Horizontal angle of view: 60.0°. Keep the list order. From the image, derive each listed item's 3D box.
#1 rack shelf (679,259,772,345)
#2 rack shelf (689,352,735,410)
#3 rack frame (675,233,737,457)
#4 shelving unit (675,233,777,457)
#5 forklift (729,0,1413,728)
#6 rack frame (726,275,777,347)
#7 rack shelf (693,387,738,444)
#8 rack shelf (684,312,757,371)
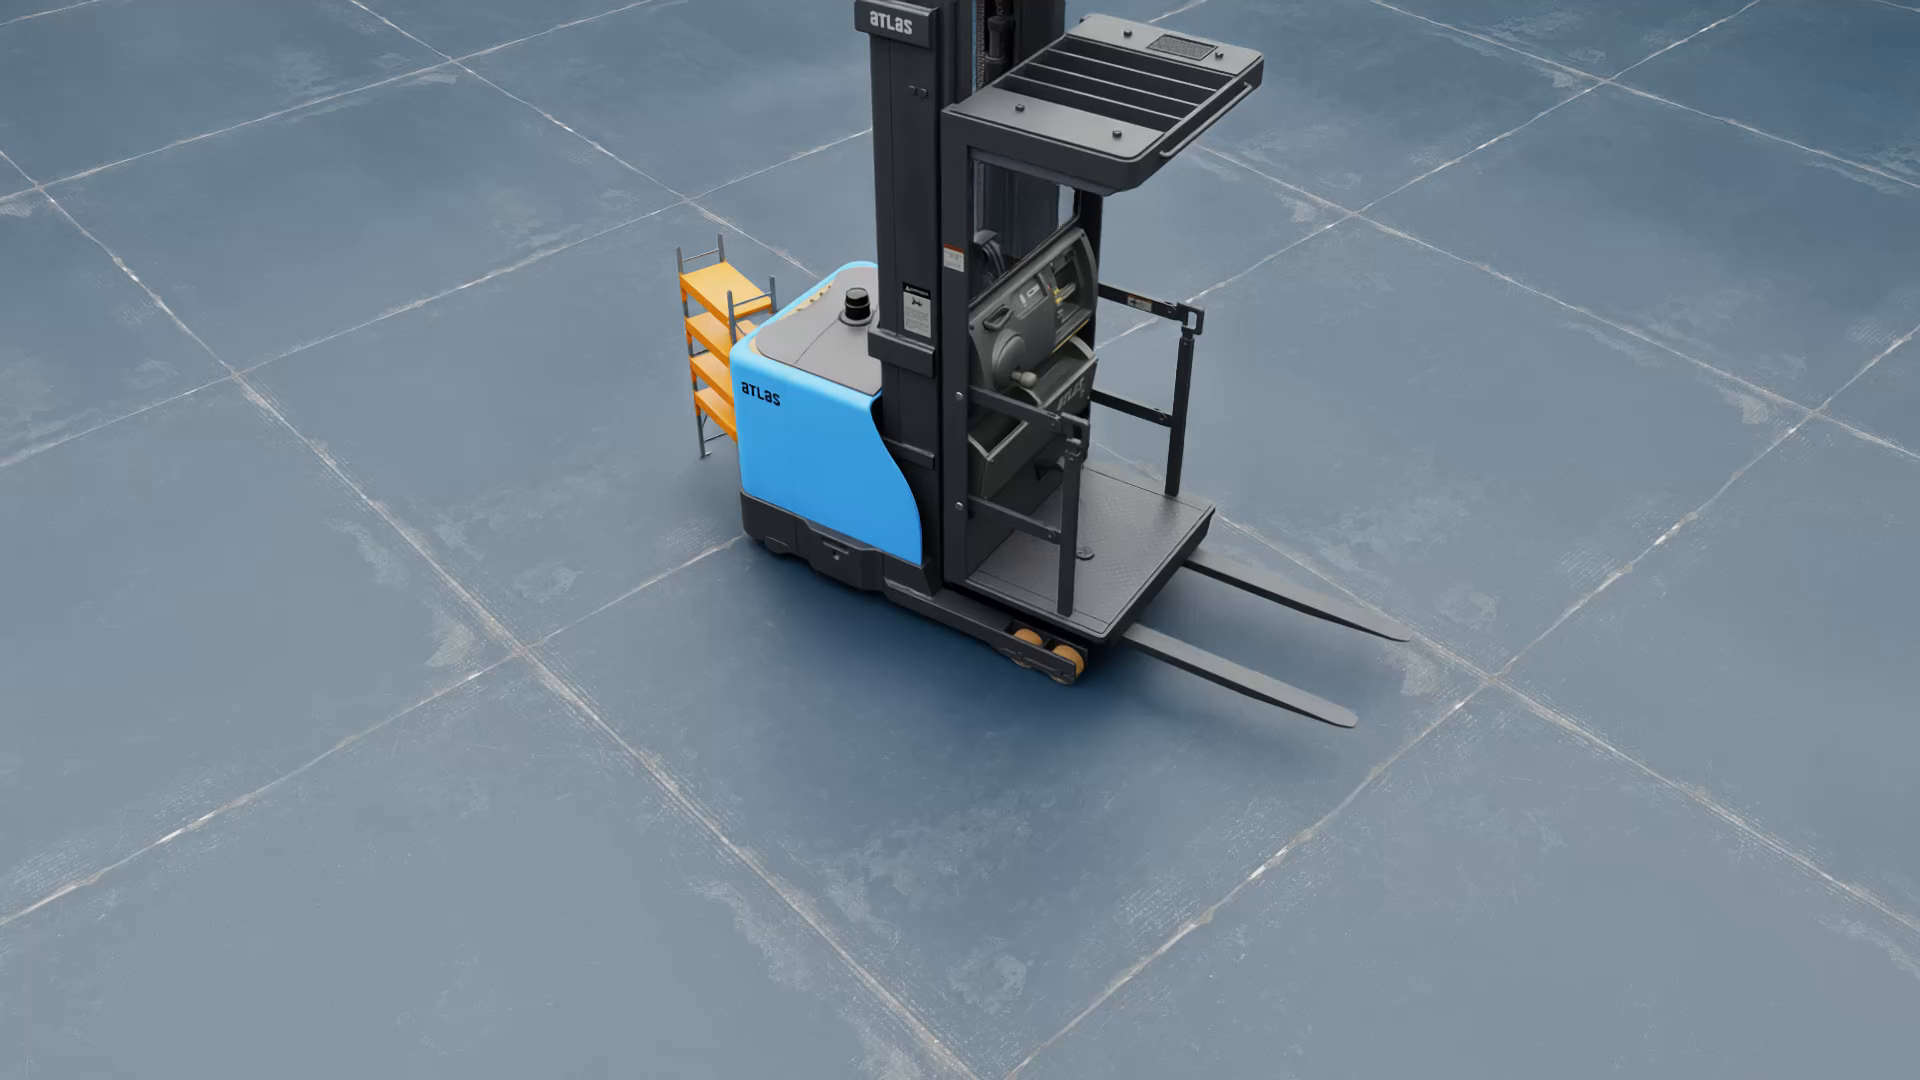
[{"bbox_3d":[-1.082,-1.116,7.760,0.258,0.148,0.480,-24,45,-27],"label":"rack shelf"},{"bbox_3d":[-1.082,-0.758,8.049,0.258,0.148,0.480,-24,45,-27],"label":"rack shelf"},{"bbox_3d":[-1.222,-0.936,8.162,0.240,1.200,0.015,-24,45,-27],"label":"rack frame"},{"bbox_3d":[-1.082,-0.811,8.007,0.258,1.200,0.503,-24,45,-27],"label":"shelving unit"},{"bbox_3d":[0.484,-0.902,6.742,3.031,2.935,1.130,22,44,25],"label":"forklift"},{"bbox_3d":[-0.942,-0.685,7.851,0.240,1.200,0.015,-24,45,-27],"label":"rack frame"},{"bbox_3d":[-1.082,-0.604,8.174,0.258,0.148,0.480,-24,45,-27],"label":"rack shelf"},{"bbox_3d":[-1.082,-0.932,7.909,0.258,0.148,0.480,-24,45,-27],"label":"rack shelf"}]
